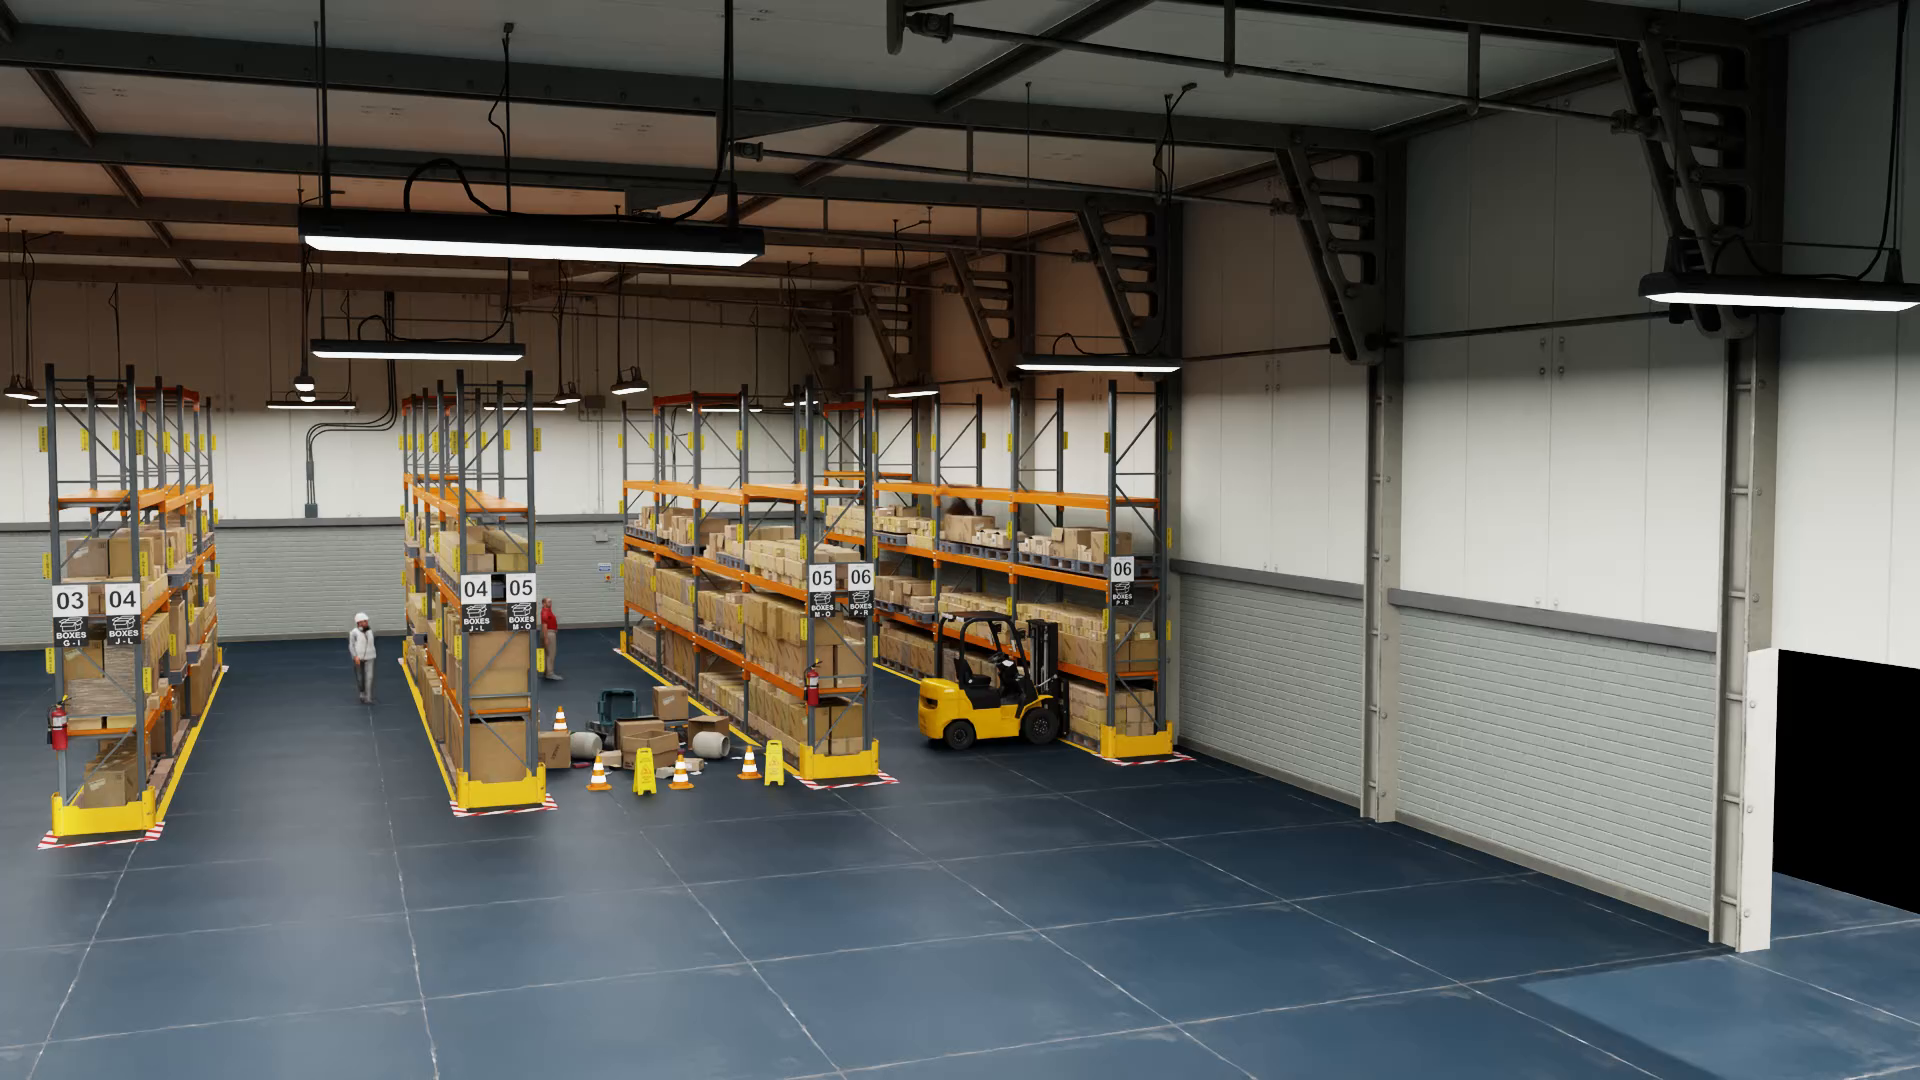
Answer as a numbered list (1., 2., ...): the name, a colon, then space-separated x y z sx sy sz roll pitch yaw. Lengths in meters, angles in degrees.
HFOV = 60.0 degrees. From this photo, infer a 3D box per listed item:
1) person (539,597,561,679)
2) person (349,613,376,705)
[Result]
1. person: -8.766 2.077 35.378 0.417 1.730 0.552 -2 4 -35
2. person: -11.468 2.271 31.938 0.483 1.737 1.003 -1 3 -15
